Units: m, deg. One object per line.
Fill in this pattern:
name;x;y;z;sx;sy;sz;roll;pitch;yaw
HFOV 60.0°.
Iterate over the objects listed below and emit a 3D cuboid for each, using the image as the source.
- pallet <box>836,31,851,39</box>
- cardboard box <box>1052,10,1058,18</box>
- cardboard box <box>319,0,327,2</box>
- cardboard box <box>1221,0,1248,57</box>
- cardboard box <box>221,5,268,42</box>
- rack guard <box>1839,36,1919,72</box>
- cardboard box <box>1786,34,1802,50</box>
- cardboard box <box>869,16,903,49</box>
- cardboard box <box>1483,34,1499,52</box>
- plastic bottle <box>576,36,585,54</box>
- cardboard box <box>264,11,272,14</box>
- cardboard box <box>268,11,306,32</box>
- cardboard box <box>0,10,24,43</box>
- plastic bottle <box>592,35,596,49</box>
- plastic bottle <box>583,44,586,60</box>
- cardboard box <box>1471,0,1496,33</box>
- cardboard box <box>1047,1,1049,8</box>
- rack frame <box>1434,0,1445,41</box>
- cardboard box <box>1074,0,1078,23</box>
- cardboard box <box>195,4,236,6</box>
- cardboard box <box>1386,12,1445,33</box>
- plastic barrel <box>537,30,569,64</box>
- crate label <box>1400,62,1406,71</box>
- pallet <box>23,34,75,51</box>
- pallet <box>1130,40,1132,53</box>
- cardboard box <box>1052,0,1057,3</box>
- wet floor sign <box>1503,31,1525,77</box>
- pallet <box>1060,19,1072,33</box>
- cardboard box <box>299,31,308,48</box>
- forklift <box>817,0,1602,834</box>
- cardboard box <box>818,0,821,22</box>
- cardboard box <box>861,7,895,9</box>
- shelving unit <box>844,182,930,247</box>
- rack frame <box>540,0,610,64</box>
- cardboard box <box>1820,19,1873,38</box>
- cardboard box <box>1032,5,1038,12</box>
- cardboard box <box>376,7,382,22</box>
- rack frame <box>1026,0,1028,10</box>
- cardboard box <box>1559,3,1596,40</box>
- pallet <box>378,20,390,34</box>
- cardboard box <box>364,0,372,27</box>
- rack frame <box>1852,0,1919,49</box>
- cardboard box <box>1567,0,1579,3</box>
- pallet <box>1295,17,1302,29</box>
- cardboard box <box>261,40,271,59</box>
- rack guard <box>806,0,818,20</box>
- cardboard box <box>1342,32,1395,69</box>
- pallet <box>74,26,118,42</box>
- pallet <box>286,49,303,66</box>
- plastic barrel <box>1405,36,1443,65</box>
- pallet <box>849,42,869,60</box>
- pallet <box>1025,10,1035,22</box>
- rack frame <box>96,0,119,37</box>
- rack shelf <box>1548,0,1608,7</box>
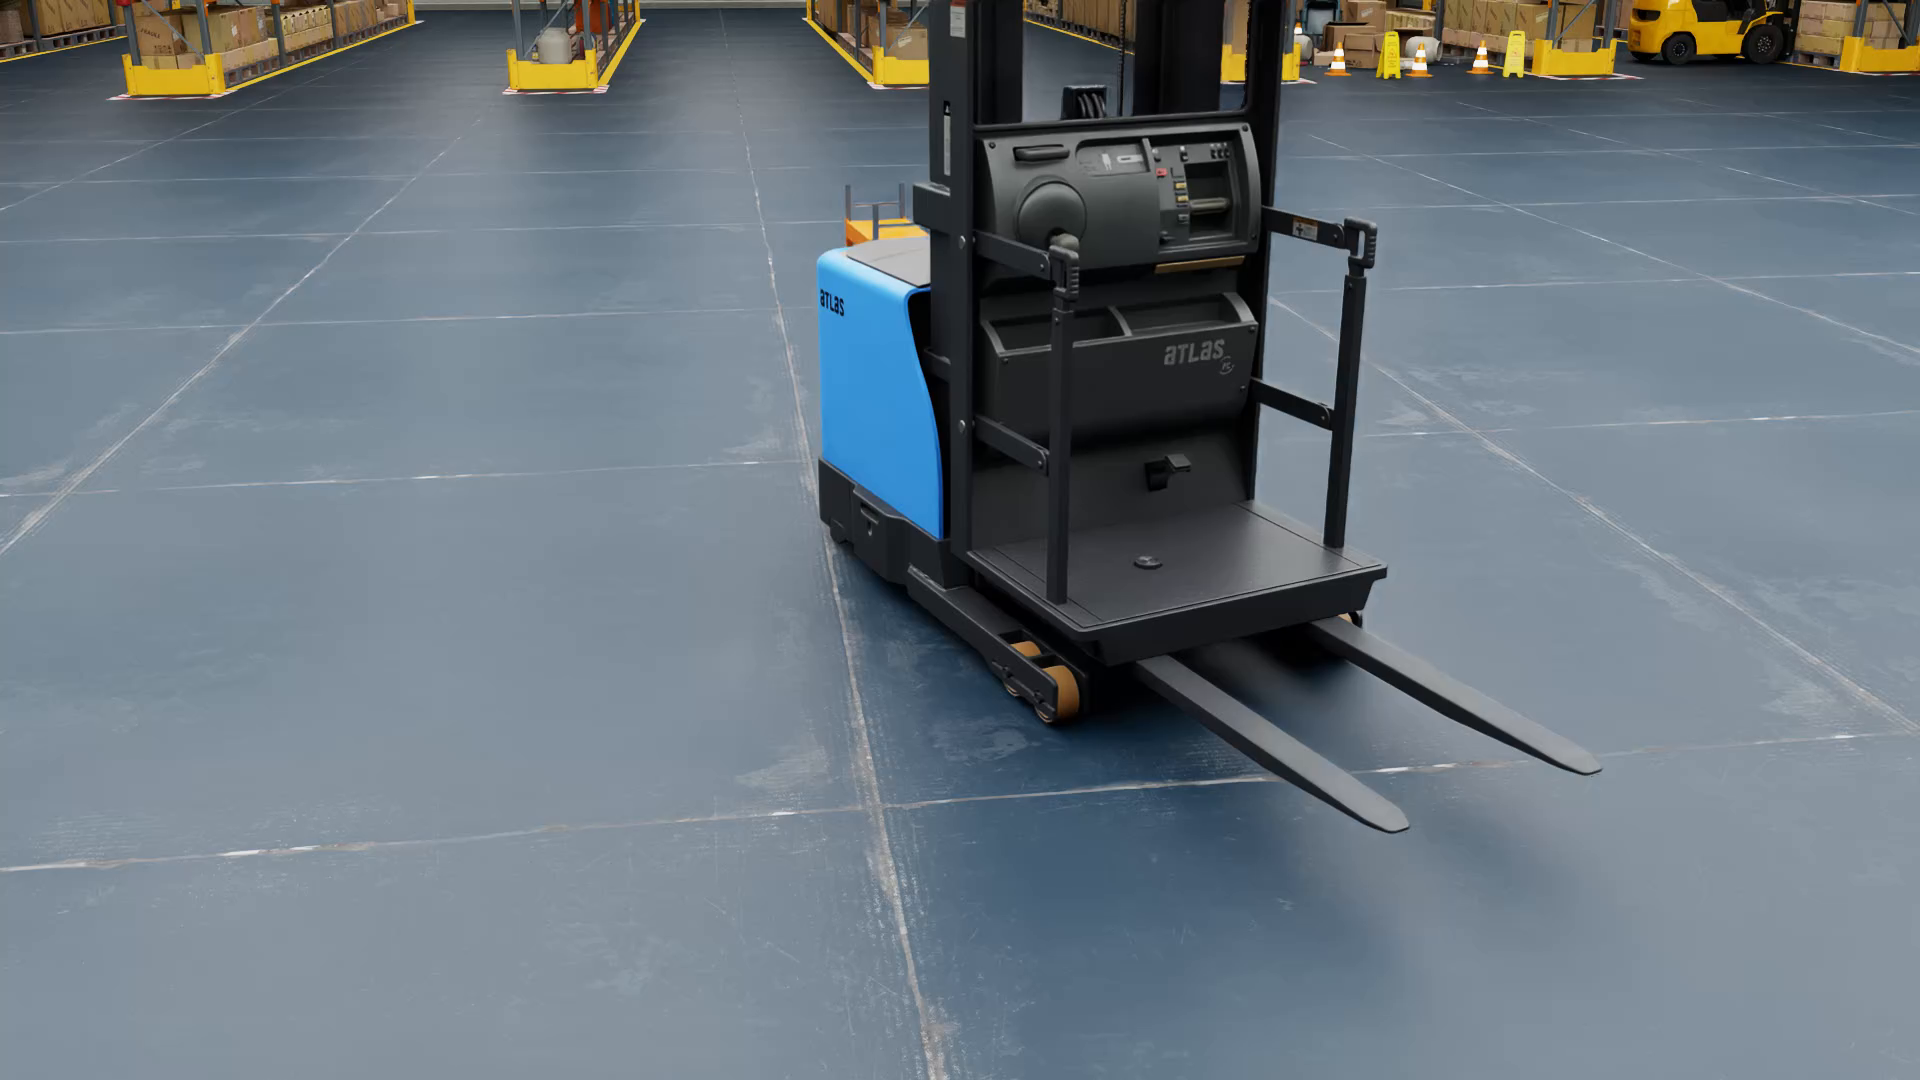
pallet;-1.817;-9.605;31.631;1.003;0.211;1.213;-3;21;-8
cardboard box;2.174;-11.215;35.429;0.380;0.149;0.250;-3;21;-7
cardboard box;-12.113;-10.208;31.132;0.500;0.250;0.500;-3;21;-9
cardboard box;4.135;-7.513;24.480;0.875;0.875;0.875;-3;21;-7
cardboard box;-10.661;-7.688;24.771;0.500;0.500;0.500;-3;21;-8
rack guard;14.096;-7.437;25.413;1.175;0.500;0.348;-3;21;-8
cardboard box;13.587;-8.018;26.726;0.500;0.250;0.500;-3;21;-7
cardboard box;-1.184;-8.135;26.682;0.500;0.500;0.500;-4;21;-9
cardboard box;8.651;-7.900;26.411;0.500;0.250;0.500;-4;21;-10
plastic bottle;-5.840;-7.639;25.646;0.152;0.276;0.135;-3;21;-8
cardboard box;-11.567;-8.575;27.417;0.500;0.311;0.500;-3;21;-8
cardboard box;-10.961;-8.431;27.031;0.500;0.311;0.500;-4;21;-10
cardboard box;-16.328;-8.674;28.096;0.700;0.500;0.500;-3;21;-7
plastic bottle;-5.632;-7.604;25.542;0.061;0.283;0.133;-2;21;-4
plastic bottle;-5.479;-7.186;24.441;0.097;0.271;0.097;0;20;0
cardboard box;8.585;-8.427;26.750;0.500;0.500;0.500;-2;21;-5
cardboard box;2.105;-11.692;36.283;0.380;0.149;0.250;-2;21;-6
rack frame;8.605;-9.750;28.033;1.000;3.000;0.127;-3;21;-8
cardboard box;2.579;-10.627;33.356;0.500;0.500;0.500;-3;21;-7
cardboard box;-11.248;-7.835;25.164;0.500;0.500;0.500;-3;21;-8
cardboard box;8.318;-9.386;30.215;0.950;0.372;0.625;-2;21;-6
plastic barrel;-5.697;-6.870;23.279;0.421;0.512;0.421;0;20;0
crate label;6.619;-7.203;25.305;0.250;0.136;0.298;-15;25;-35
pallet;-16.522;-8.856;29.625;1.003;0.211;1.213;-3;21;-8
pallet;3.535;-8.422;28.464;1.003;0.211;1.213;-3;21;-8
cardboard box;2.183;-11.571;35.534;0.380;0.149;0.250;-3;21;-7
wet floor sign;8.150;-7.142;24.416;0.267;0.644;0.232;4;21;11
pallet;2.682;-10.659;34.453;1.003;0.211;1.213;-3;21;-8
cardboard box;-10.968;-8.168;27.129;0.500;0.250;0.500;-4;21;-9
forklift;0.593;-1.022;4.764;1.130;2.935;3.031;-10;23;-25
cardboard box;-2.243;-11.000;33.818;1.225;0.875;0.875;-3;21;-8
cardboard box;-1.481;-9.051;29.107;0.700;0.500;0.500;-1;21;-3
shelving unit;-0.270;-0.762;6.542;0.258;1.200;0.503;-6;21;-15
rack frame;-6.103;-9.000;26.026;1.000;3.000;0.127;-3;21;-8
cardboard box;13.713;-7.912;25.728;0.500;0.250;0.500;-3;21;-8
cardboard box;1.840;-12.017;37.578;0.380;0.149;0.250;-3;21;-7
cardboard box;-12.005;-10.624;33.588;0.500;0.311;0.500;-3;21;-8
rack frame;1.991;-13.620;38.395;1.000;3.000;0.127;-3;21;-8
cardboard box;9.335;-7.926;25.408;0.500;0.500;0.500;-4;21;-10
pallet;-12.256;-10.453;33.901;1.003;0.211;1.213;-3;21;-8
cardboard box;-11.741;-10.228;32.258;0.500;0.500;0.500;-3;21;-8
rack frame;14.093;-8.616;24.998;1.000;3.000;0.127;-3;21;-8
cardboard box;12.604;-10.721;33.607;0.500;0.500;0.500;-3;21;-9
pallet;7.637;-10.950;35.232;1.003;0.211;1.213;-3;21;-8
cardboard box;-10.660;-7.337;24.903;0.500;0.250;0.500;-3;21;-8
rack guard;-2.935;-12.242;38.278;1.175;0.500;0.348;-3;21;-8
cardboard box;6.423;-7.676;26.048;0.637;0.503;0.797;17;27;39
pallet;-16.874;-9.700;31.887;1.003;0.211;1.213;-3;21;-8
pallet;-11.150;-7.698;26.526;1.003;0.211;1.213;-3;21;-8
plastic barrel;7.386;-7.797;26.486;0.512;0.421;0.421;12;24;30
pallet;-1.315;-8.213;27.904;1.003;0.211;1.213;-3;21;-8
pallet;2.084;-12.004;38.054;1.003;0.211;1.213;-3;21;-8
rack frame;-17.060;-11.270;32.104;1.000;3.000;0.127;-3;21;-8
rack shelf;8.893;-8.720;26.305;1.077;0.370;4.000;-3;21;-8
